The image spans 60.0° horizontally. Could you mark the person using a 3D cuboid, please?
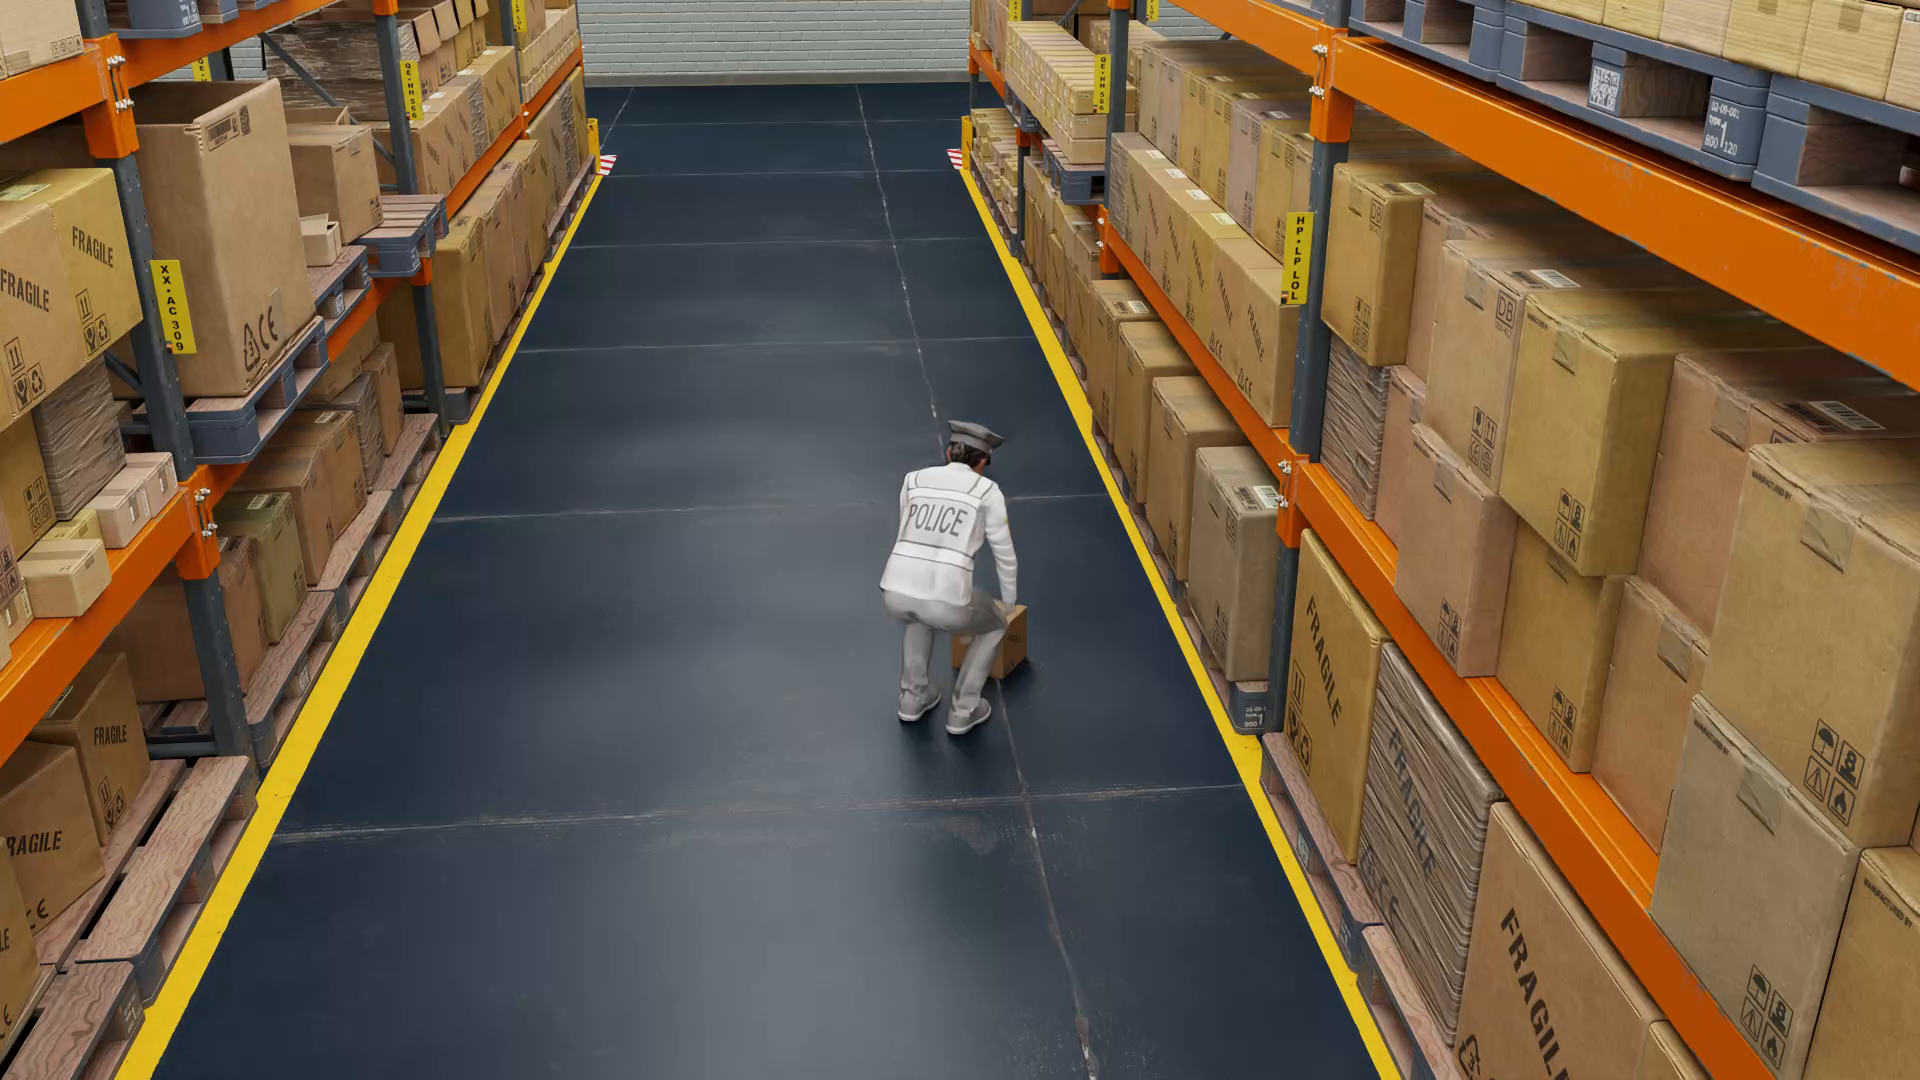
[{"bbox_3d":[-0.058,0.149,6.835,0.526,1.207,0.787,12,27,25],"label":"person"}]
